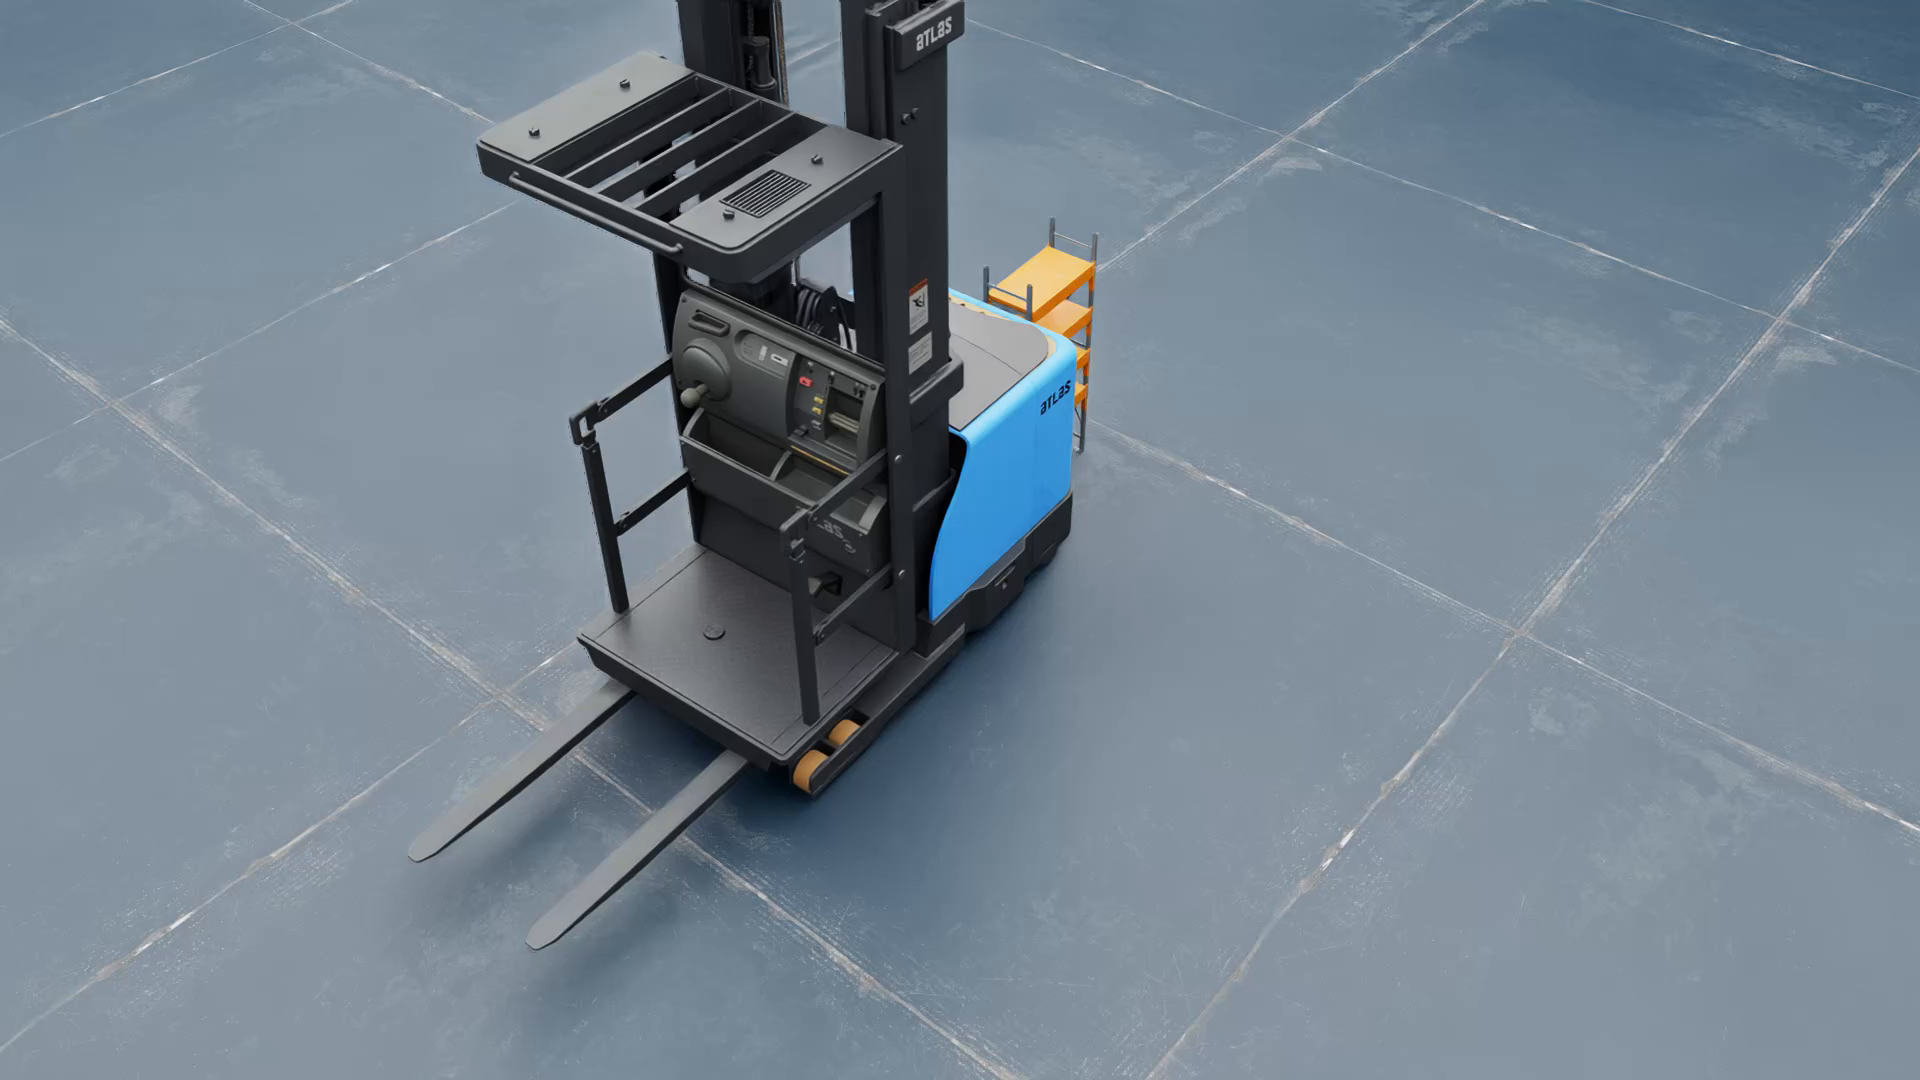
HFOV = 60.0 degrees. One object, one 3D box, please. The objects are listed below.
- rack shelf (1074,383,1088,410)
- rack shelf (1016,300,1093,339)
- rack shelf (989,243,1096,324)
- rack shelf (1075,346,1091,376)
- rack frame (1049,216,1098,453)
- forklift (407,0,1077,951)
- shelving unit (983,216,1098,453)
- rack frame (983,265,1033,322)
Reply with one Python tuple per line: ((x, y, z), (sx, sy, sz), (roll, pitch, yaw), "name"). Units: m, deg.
((0.344, -0.580, 7.573), (0.258, 0.148, 0.480), (27, 49, 26), "rack shelf")
((0.344, -0.892, 7.289), (0.258, 0.148, 0.480), (27, 49, 26), "rack shelf")
((0.344, -1.067, 7.130), (0.258, 0.148, 0.480), (27, 49, 26), "rack shelf")
((0.344, -0.726, 7.439), (0.258, 0.148, 0.480), (27, 49, 26), "rack shelf")
((0.489, -0.908, 7.539), (0.240, 1.200, 0.015), (27, 49, 26), "rack frame")
((-0.790, -0.491, 5.794), (1.130, 2.935, 3.031), (27, 49, 26), "forklift")
((0.344, -0.776, 7.394), (0.258, 1.200, 0.503), (27, 49, 26), "shelving unit")
((0.198, -0.644, 7.249), (0.240, 1.200, 0.015), (27, 49, 26), "rack frame")
